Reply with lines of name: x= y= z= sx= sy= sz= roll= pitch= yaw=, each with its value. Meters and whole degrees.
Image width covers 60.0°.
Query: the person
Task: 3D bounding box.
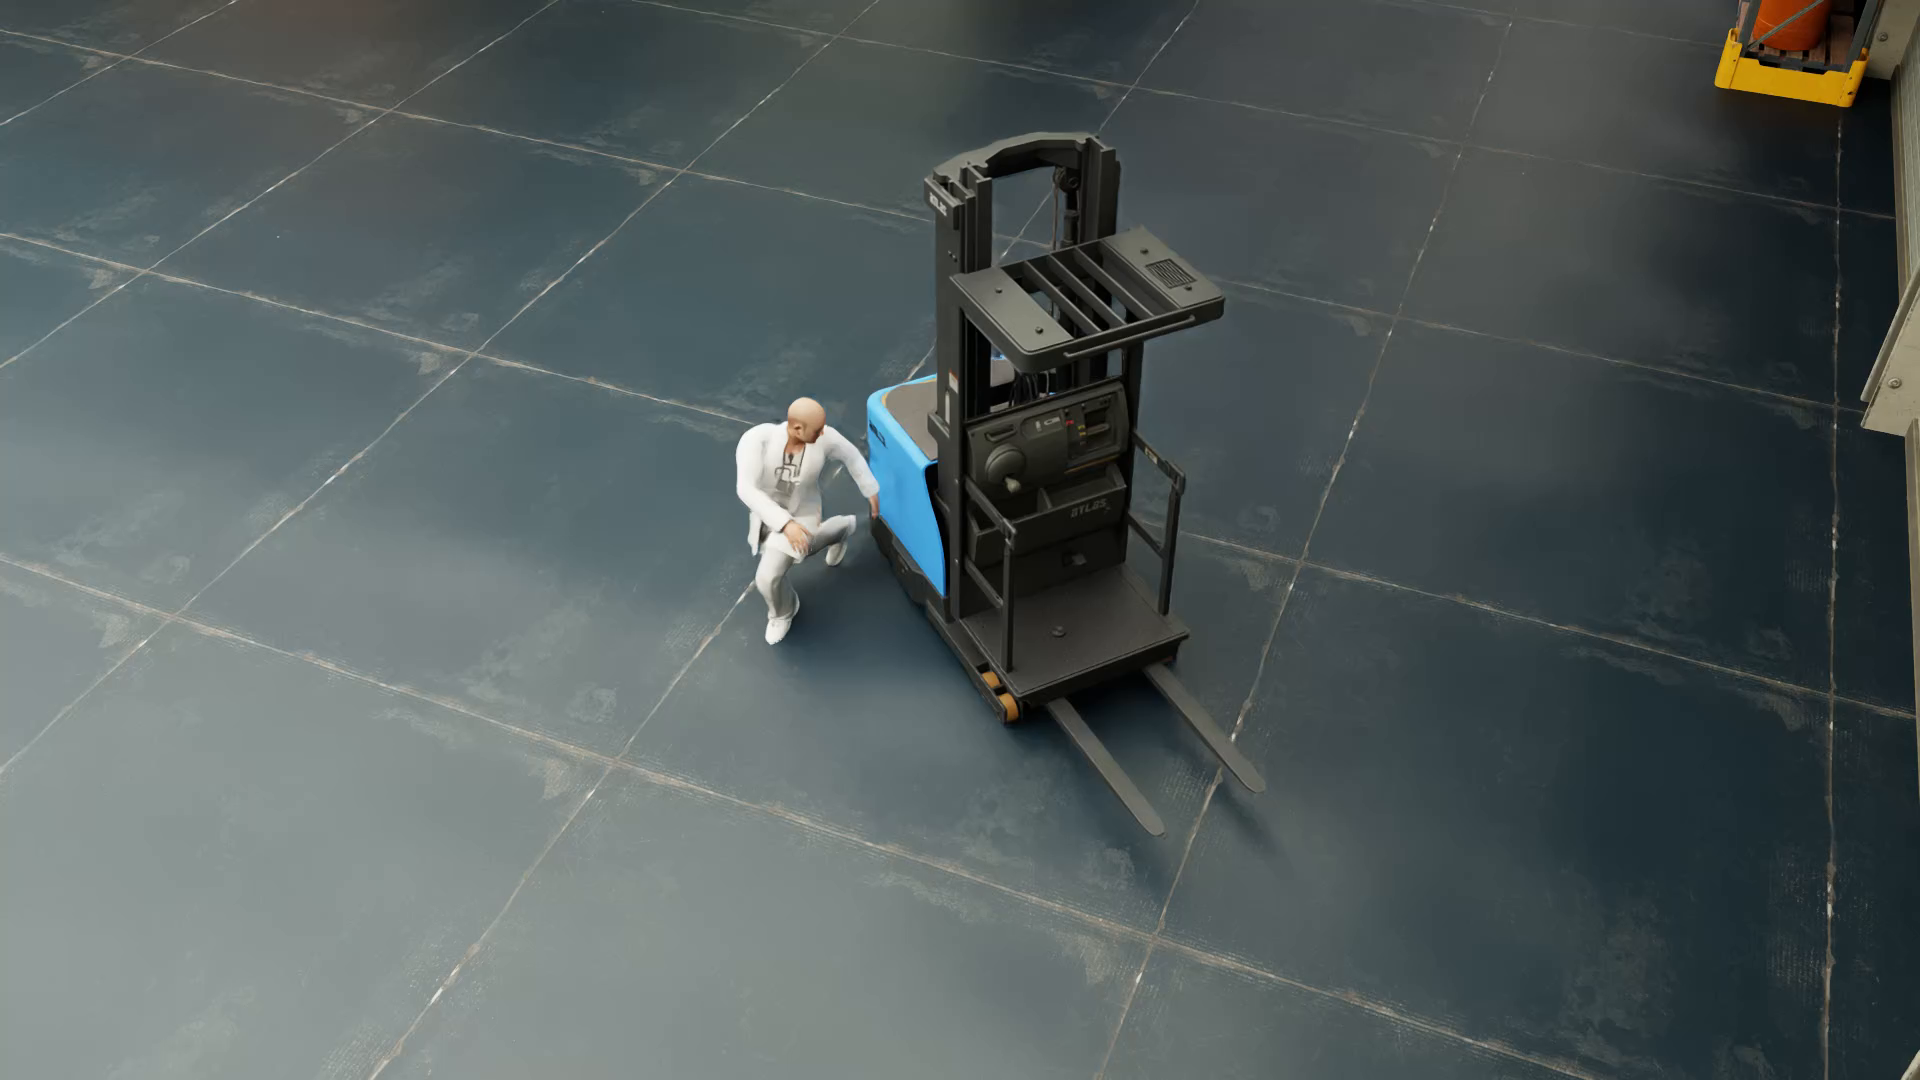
person: x=-0.878 y=-0.202 z=9.384 sx=0.700 sy=1.545 sz=0.944 roll=14 pitch=42 yaw=16

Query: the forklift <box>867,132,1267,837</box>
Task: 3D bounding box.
forklift: x=0.567 y=-0.452 z=8.546 sx=1.130 sy=2.935 sz=3.031 roll=-18 pitch=43 yaw=-21
